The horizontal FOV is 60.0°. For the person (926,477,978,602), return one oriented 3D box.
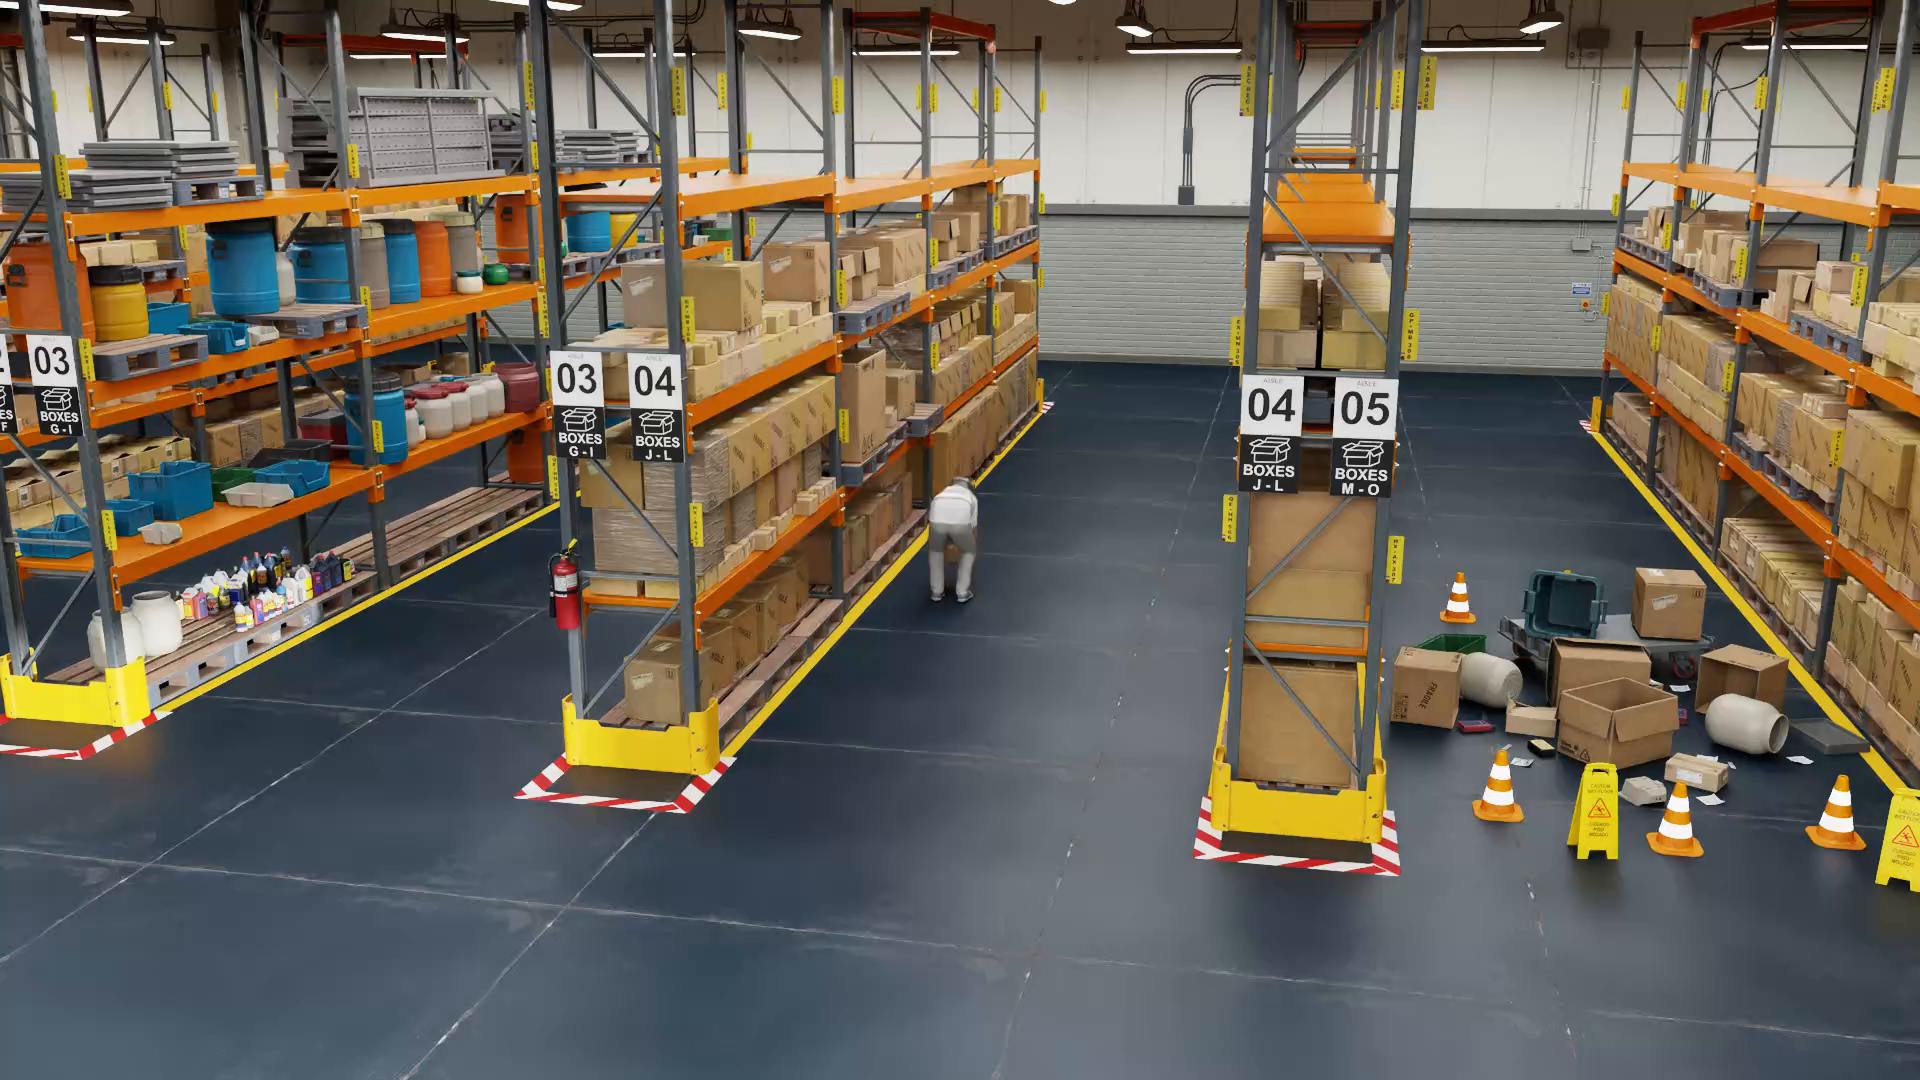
[{"bbox_3d":[-0.049,-0.010,17.238,0.493,1.152,1.043,2,15,9],"label":"person"}]
